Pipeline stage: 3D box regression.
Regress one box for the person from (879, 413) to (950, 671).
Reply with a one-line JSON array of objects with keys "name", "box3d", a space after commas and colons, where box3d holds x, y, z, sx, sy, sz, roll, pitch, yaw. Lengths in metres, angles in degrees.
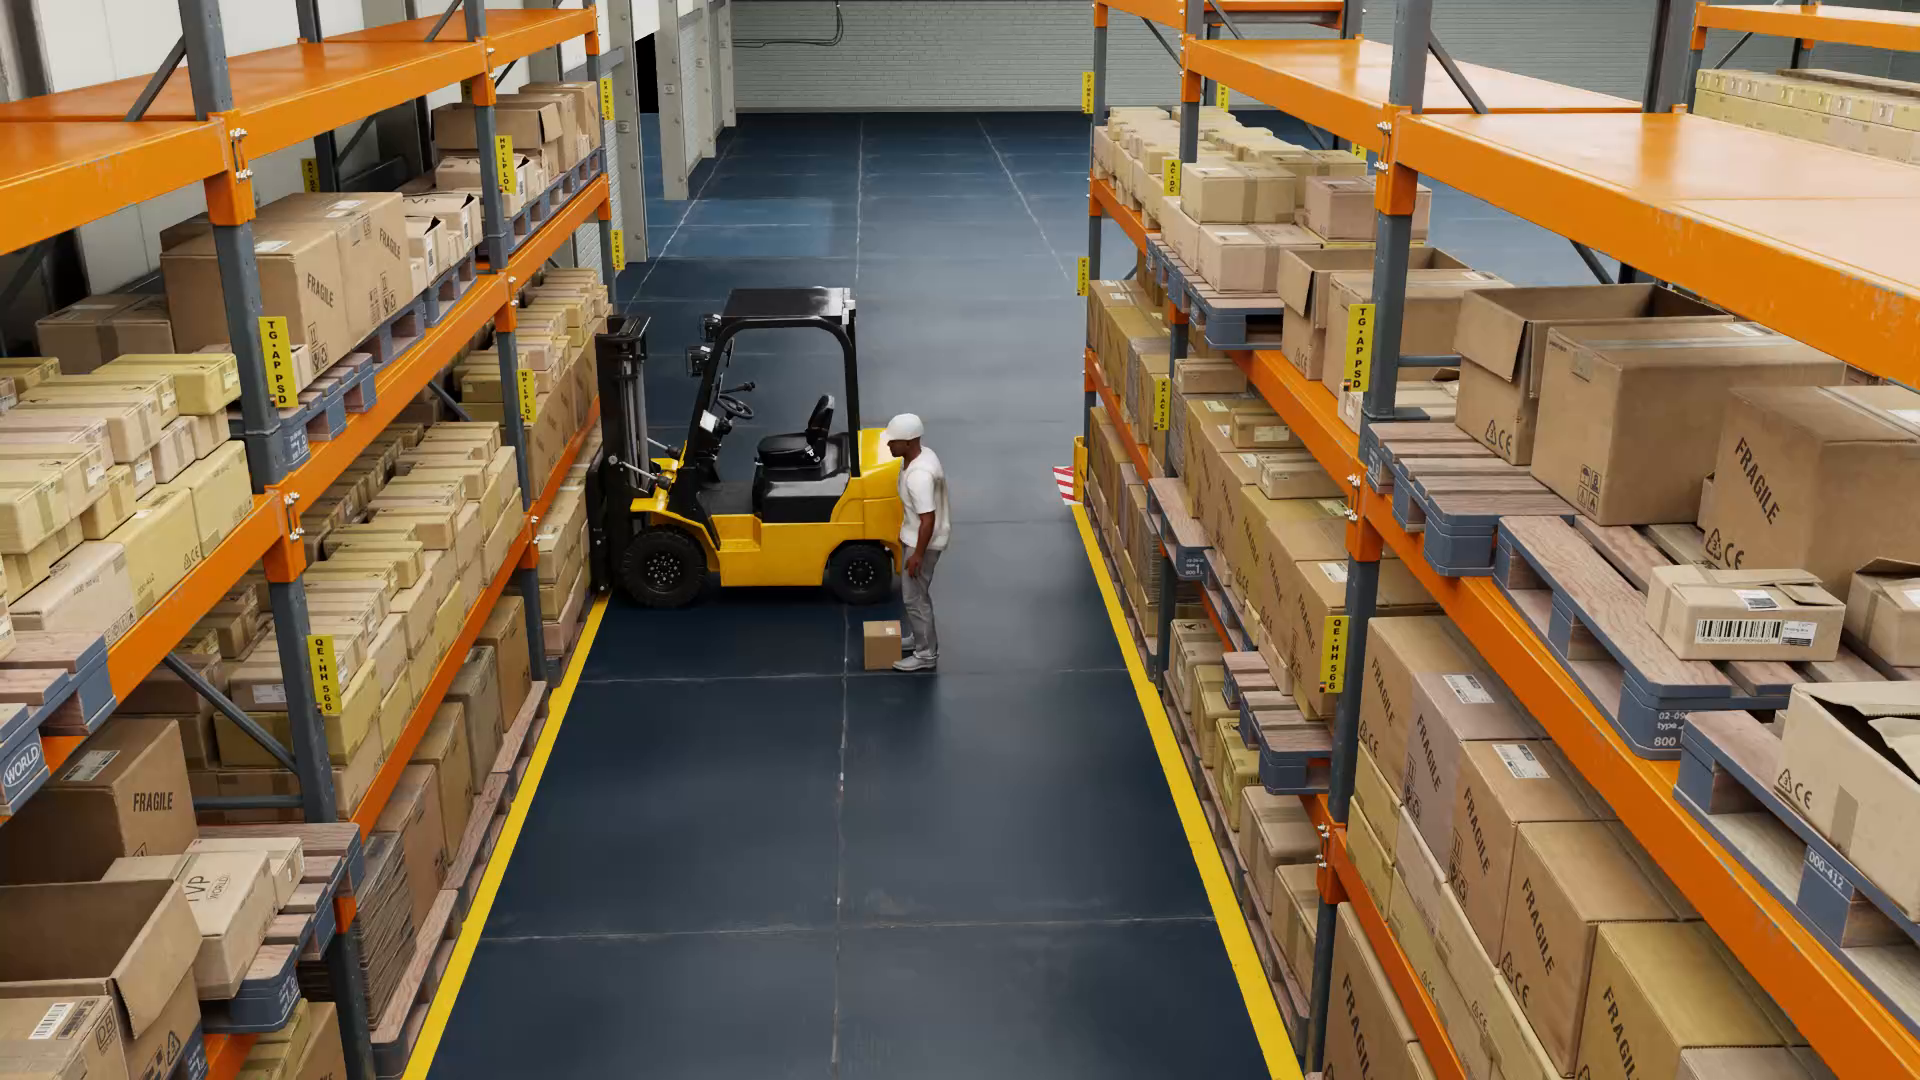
[{"name": "person", "box3d": [-0.298, 0.003, 11.042, 0.455, 1.761, 0.635, -2, 20, -6]}]
